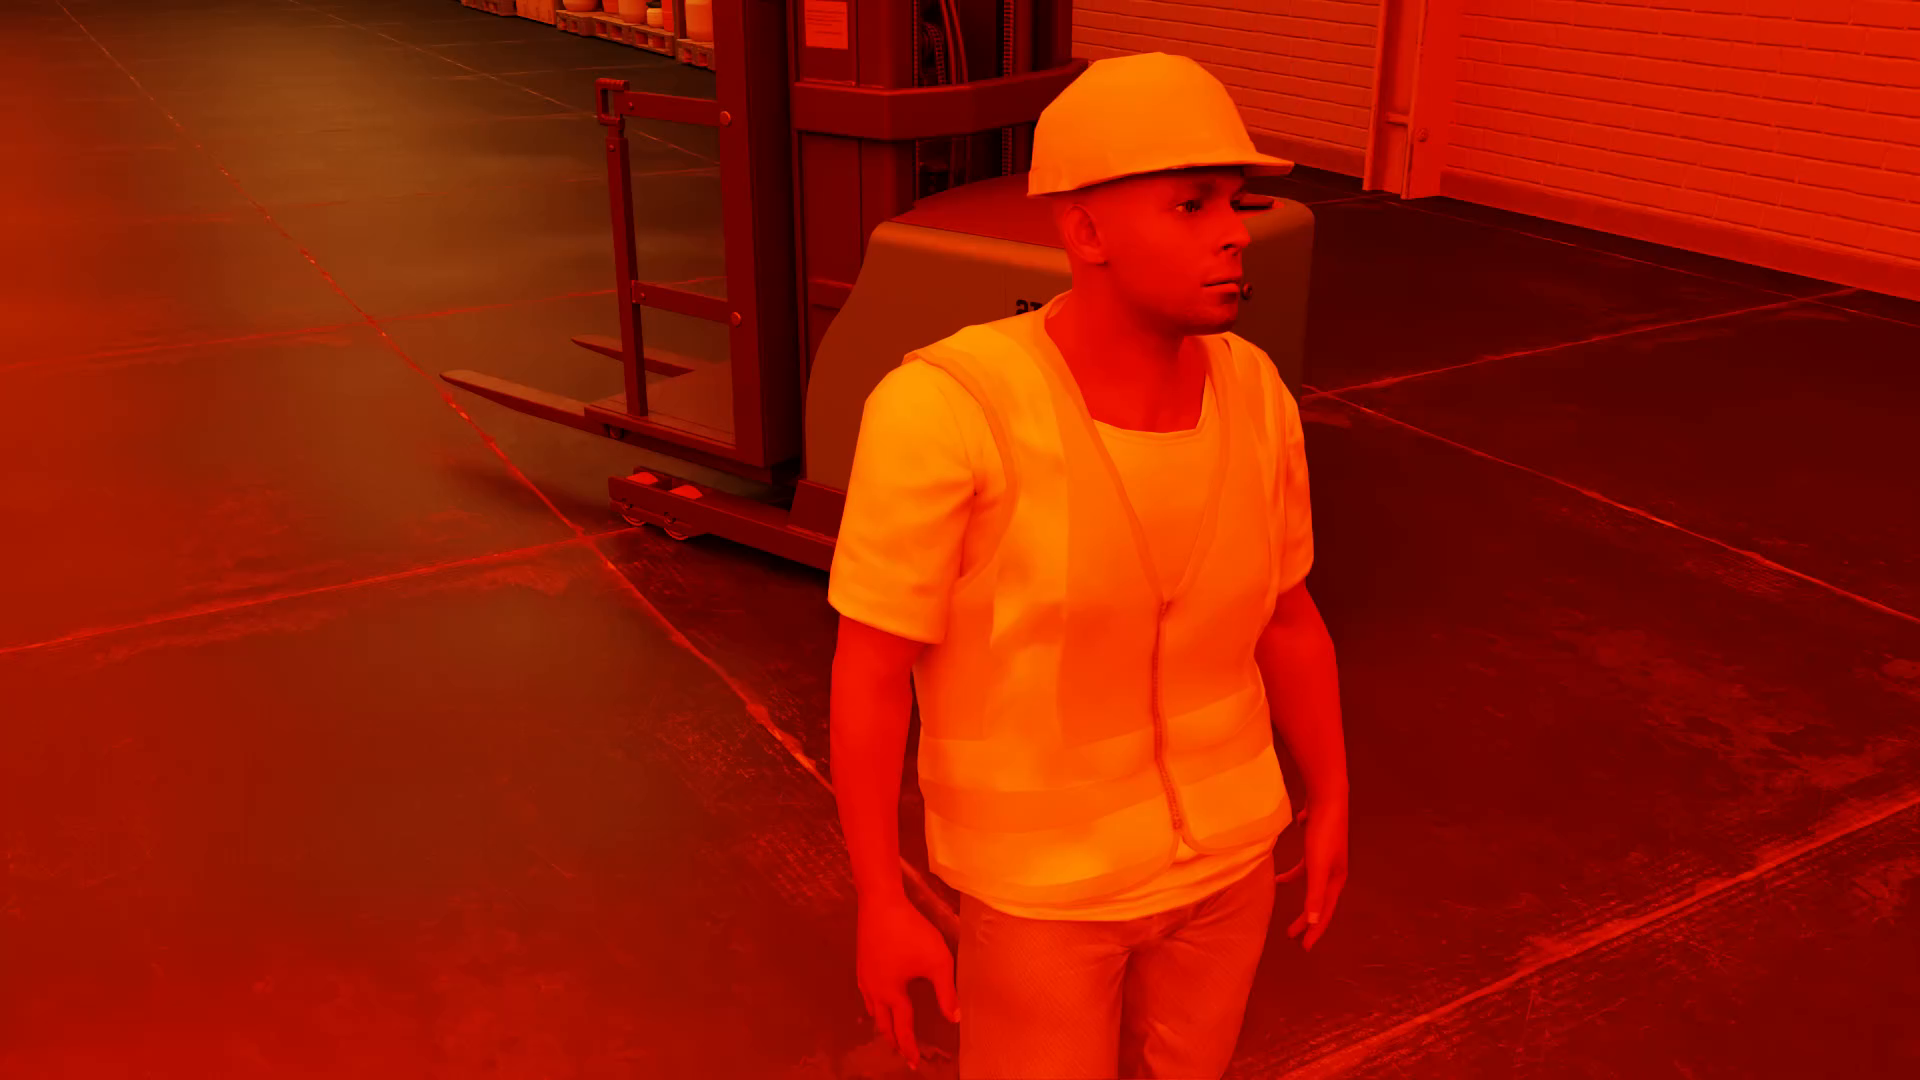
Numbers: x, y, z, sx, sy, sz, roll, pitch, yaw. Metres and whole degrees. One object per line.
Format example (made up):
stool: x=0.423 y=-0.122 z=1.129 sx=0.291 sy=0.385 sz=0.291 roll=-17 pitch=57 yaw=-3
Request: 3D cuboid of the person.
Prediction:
person: x=0.205 y=0.386 z=1.849 sx=0.665 sy=1.768 sz=0.575 roll=-12 pitch=25 yaw=-27

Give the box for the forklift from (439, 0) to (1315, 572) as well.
forklift: x=-0.481 y=-1.497 z=4.922 sx=3.031 sy=2.935 sz=1.130 roll=16 pitch=27 yaw=34
